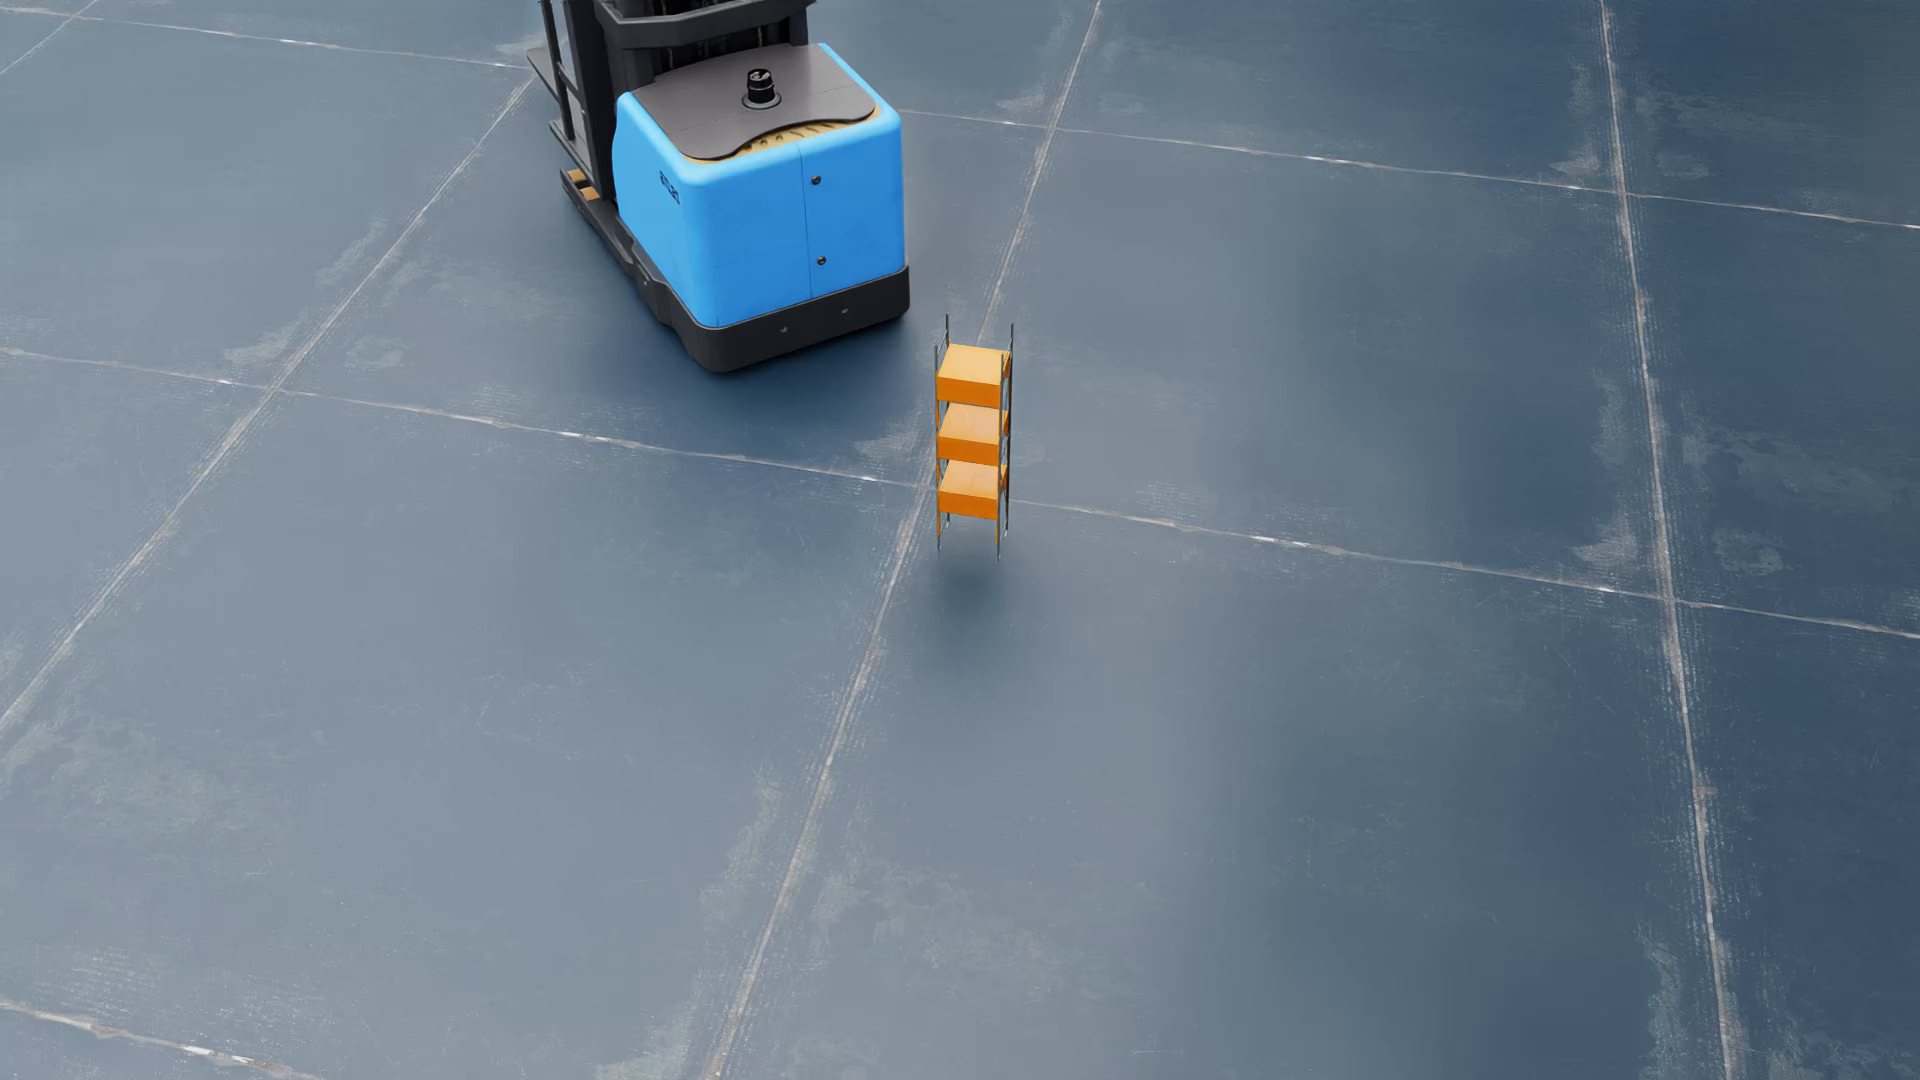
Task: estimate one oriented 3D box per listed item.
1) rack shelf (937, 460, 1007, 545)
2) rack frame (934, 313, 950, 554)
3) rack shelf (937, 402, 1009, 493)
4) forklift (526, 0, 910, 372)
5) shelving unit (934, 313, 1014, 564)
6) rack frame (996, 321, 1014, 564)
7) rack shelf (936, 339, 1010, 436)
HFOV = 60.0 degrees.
[{"bbox_3d":[0.052,-0.162,6.578,0.240,0.259,0.215,9,45,9],"label":"rack shelf"},{"bbox_3d":[-0.067,-0.389,6.397,0.008,1.050,0.200,9,45,9],"label":"rack frame"},{"bbox_3d":[0.052,-0.363,6.385,0.240,0.259,0.215,9,45,9],"label":"rack shelf"},{"bbox_3d":[-1.389,-2.819,7.565,1.130,2.935,3.031,-21,48,-20],"label":"forklift"},{"bbox_3d":[0.052,-0.370,6.378,0.252,1.050,0.215,9,45,9],"label":"shelving unit"},{"bbox_3d":[0.171,-0.352,6.358,0.008,1.050,0.200,9,45,9],"label":"rack frame"},{"bbox_3d":[0.052,-0.567,6.188,0.240,0.259,0.215,9,45,9],"label":"rack shelf"}]
